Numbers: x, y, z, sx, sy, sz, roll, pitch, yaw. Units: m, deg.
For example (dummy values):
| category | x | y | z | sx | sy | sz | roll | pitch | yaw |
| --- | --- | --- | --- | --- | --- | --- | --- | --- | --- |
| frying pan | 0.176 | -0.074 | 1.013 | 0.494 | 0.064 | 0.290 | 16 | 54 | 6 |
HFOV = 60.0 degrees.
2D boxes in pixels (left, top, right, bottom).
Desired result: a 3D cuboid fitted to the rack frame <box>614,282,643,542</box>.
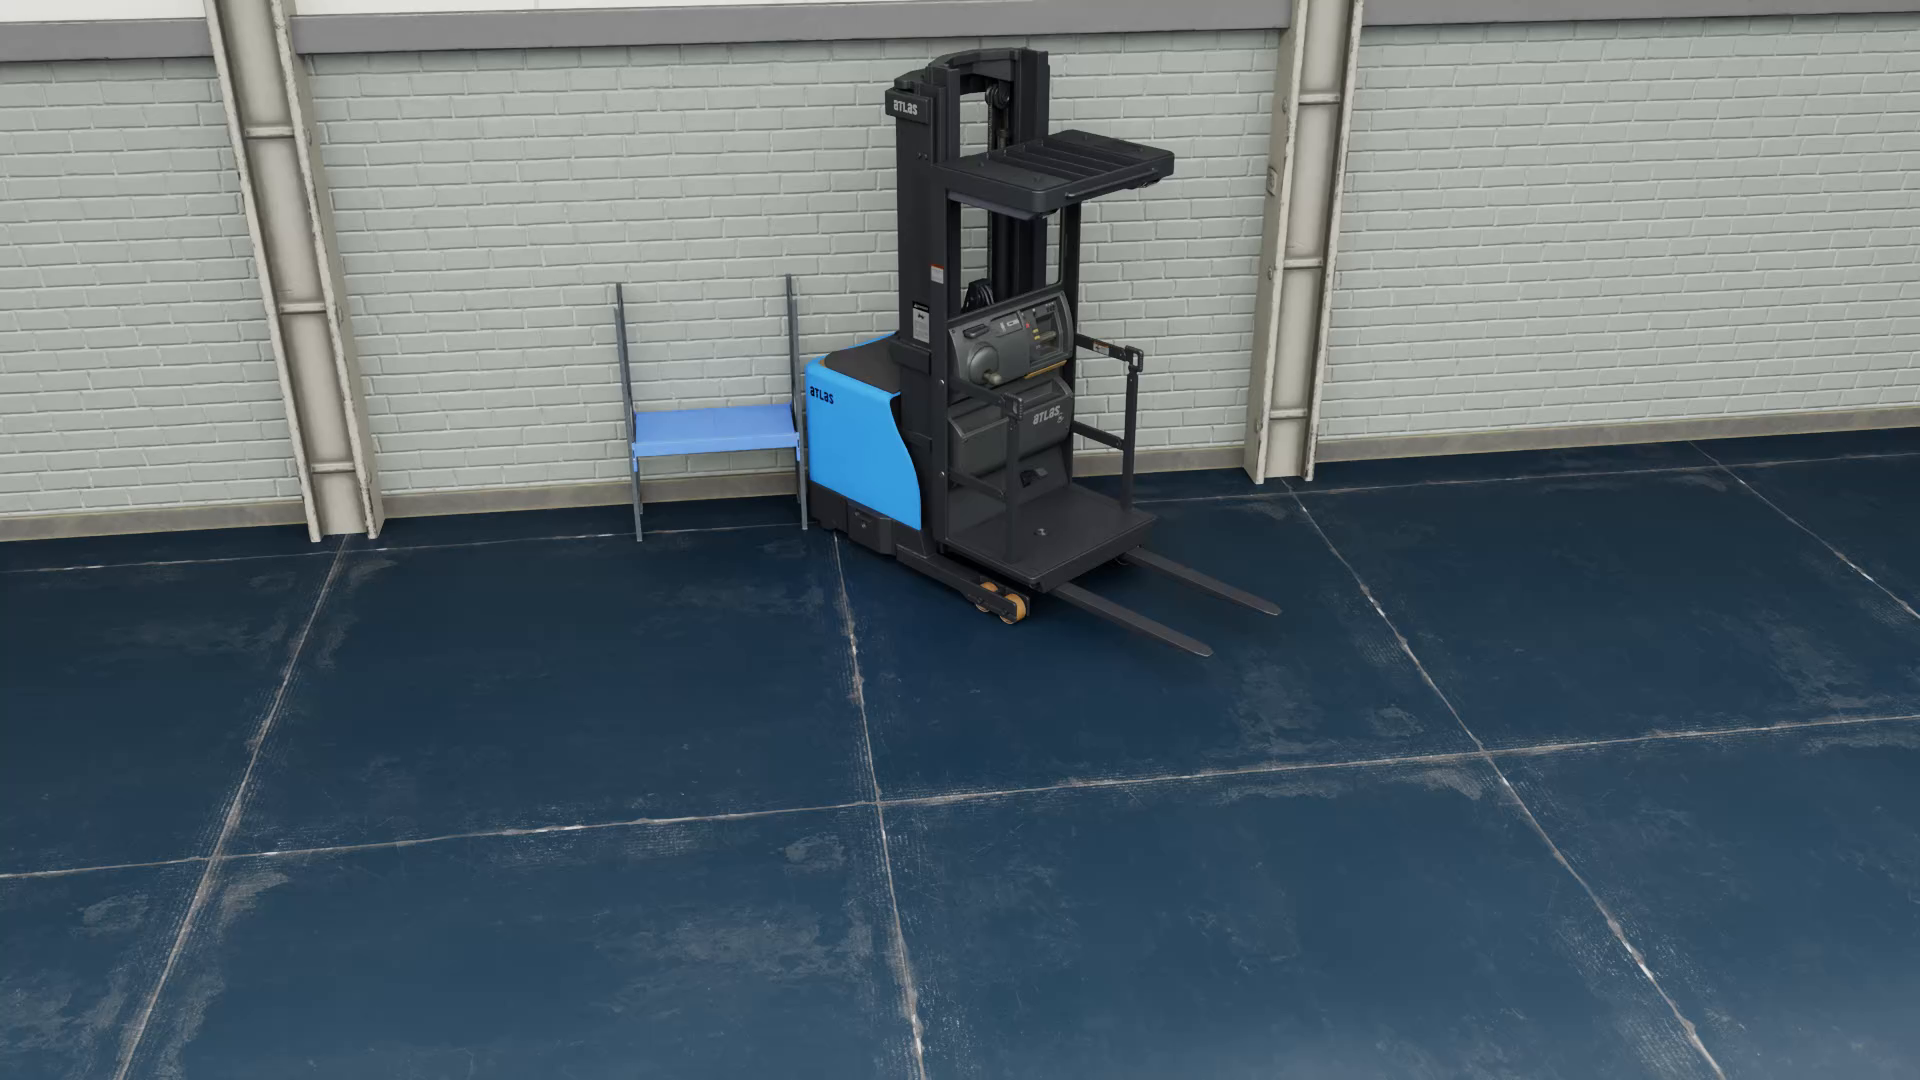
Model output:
| category | x | y | z | sx | sy | sz | roll | pitch | yaw |
| --- | --- | --- | --- | --- | --- | --- | --- | --- | --- |
| rack frame | -2.010 | -0.769 | 10.105 | 0.032 | 1.500 | 0.500 | -4 | 27 | -8 |

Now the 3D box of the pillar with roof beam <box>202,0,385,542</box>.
| category | x | y | z | sx | sy | sz | roll | pitch | yaw |
| --- | --- | --- | --- | --- | --- | --- | --- | --- | --- |
| pillar with roof beam | -3.218 | -2.127 | 4.539 | 0.400 | 9.000 | 9.100 | -4 | 27 | -7 |

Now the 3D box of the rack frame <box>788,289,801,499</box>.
| category | x | y | z | sx | sy | sz | roll | pitch | yaw |
| --- | --- | --- | --- | --- | --- | --- | --- | --- | --- |
| rack frame | -1.007 | -0.844 | 10.252 | 0.013 | 1.308 | 0.475 | -4 | 27 | -8 |

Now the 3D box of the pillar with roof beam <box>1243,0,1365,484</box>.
| category | x | y | z | sx | sy | sz | roll | pitch | yaw |
| --- | --- | --- | --- | --- | --- | --- | --- | --- | --- |
| pillar with roof beam | 2.724 | -2.509 | 5.282 | 0.400 | 9.000 | 9.100 | -4 | 27 | -7 |

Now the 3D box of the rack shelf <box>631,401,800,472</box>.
| category | x | y | z | sx | sy | sz | roll | pitch | yaw |
| --- | --- | --- | --- | --- | --- | --- | --- | --- | --- |
| rack shelf | -1.508 | -0.646 | 10.260 | 1.000 | 0.185 | 0.538 | -4 | 27 | -8 |

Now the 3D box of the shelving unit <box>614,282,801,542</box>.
| category | x | y | z | sx | sy | sz | roll | pitch | yaw |
| --- | --- | --- | --- | --- | --- | --- | --- | --- | --- |
| shelving unit | -1.513 | -0.806 | 10.177 | 1.039 | 1.500 | 0.538 | -4 | 27 | -8 |

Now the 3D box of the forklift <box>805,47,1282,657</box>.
| category | x | y | z | sx | sy | sz | roll | pitch | yaw |
| --- | --- | --- | --- | --- | --- | --- | --- | --- | --- |
| forklift | 0.444 | -1.100 | 9.184 | 1.130 | 2.935 | 3.031 | -24 | 36 | -39 |
